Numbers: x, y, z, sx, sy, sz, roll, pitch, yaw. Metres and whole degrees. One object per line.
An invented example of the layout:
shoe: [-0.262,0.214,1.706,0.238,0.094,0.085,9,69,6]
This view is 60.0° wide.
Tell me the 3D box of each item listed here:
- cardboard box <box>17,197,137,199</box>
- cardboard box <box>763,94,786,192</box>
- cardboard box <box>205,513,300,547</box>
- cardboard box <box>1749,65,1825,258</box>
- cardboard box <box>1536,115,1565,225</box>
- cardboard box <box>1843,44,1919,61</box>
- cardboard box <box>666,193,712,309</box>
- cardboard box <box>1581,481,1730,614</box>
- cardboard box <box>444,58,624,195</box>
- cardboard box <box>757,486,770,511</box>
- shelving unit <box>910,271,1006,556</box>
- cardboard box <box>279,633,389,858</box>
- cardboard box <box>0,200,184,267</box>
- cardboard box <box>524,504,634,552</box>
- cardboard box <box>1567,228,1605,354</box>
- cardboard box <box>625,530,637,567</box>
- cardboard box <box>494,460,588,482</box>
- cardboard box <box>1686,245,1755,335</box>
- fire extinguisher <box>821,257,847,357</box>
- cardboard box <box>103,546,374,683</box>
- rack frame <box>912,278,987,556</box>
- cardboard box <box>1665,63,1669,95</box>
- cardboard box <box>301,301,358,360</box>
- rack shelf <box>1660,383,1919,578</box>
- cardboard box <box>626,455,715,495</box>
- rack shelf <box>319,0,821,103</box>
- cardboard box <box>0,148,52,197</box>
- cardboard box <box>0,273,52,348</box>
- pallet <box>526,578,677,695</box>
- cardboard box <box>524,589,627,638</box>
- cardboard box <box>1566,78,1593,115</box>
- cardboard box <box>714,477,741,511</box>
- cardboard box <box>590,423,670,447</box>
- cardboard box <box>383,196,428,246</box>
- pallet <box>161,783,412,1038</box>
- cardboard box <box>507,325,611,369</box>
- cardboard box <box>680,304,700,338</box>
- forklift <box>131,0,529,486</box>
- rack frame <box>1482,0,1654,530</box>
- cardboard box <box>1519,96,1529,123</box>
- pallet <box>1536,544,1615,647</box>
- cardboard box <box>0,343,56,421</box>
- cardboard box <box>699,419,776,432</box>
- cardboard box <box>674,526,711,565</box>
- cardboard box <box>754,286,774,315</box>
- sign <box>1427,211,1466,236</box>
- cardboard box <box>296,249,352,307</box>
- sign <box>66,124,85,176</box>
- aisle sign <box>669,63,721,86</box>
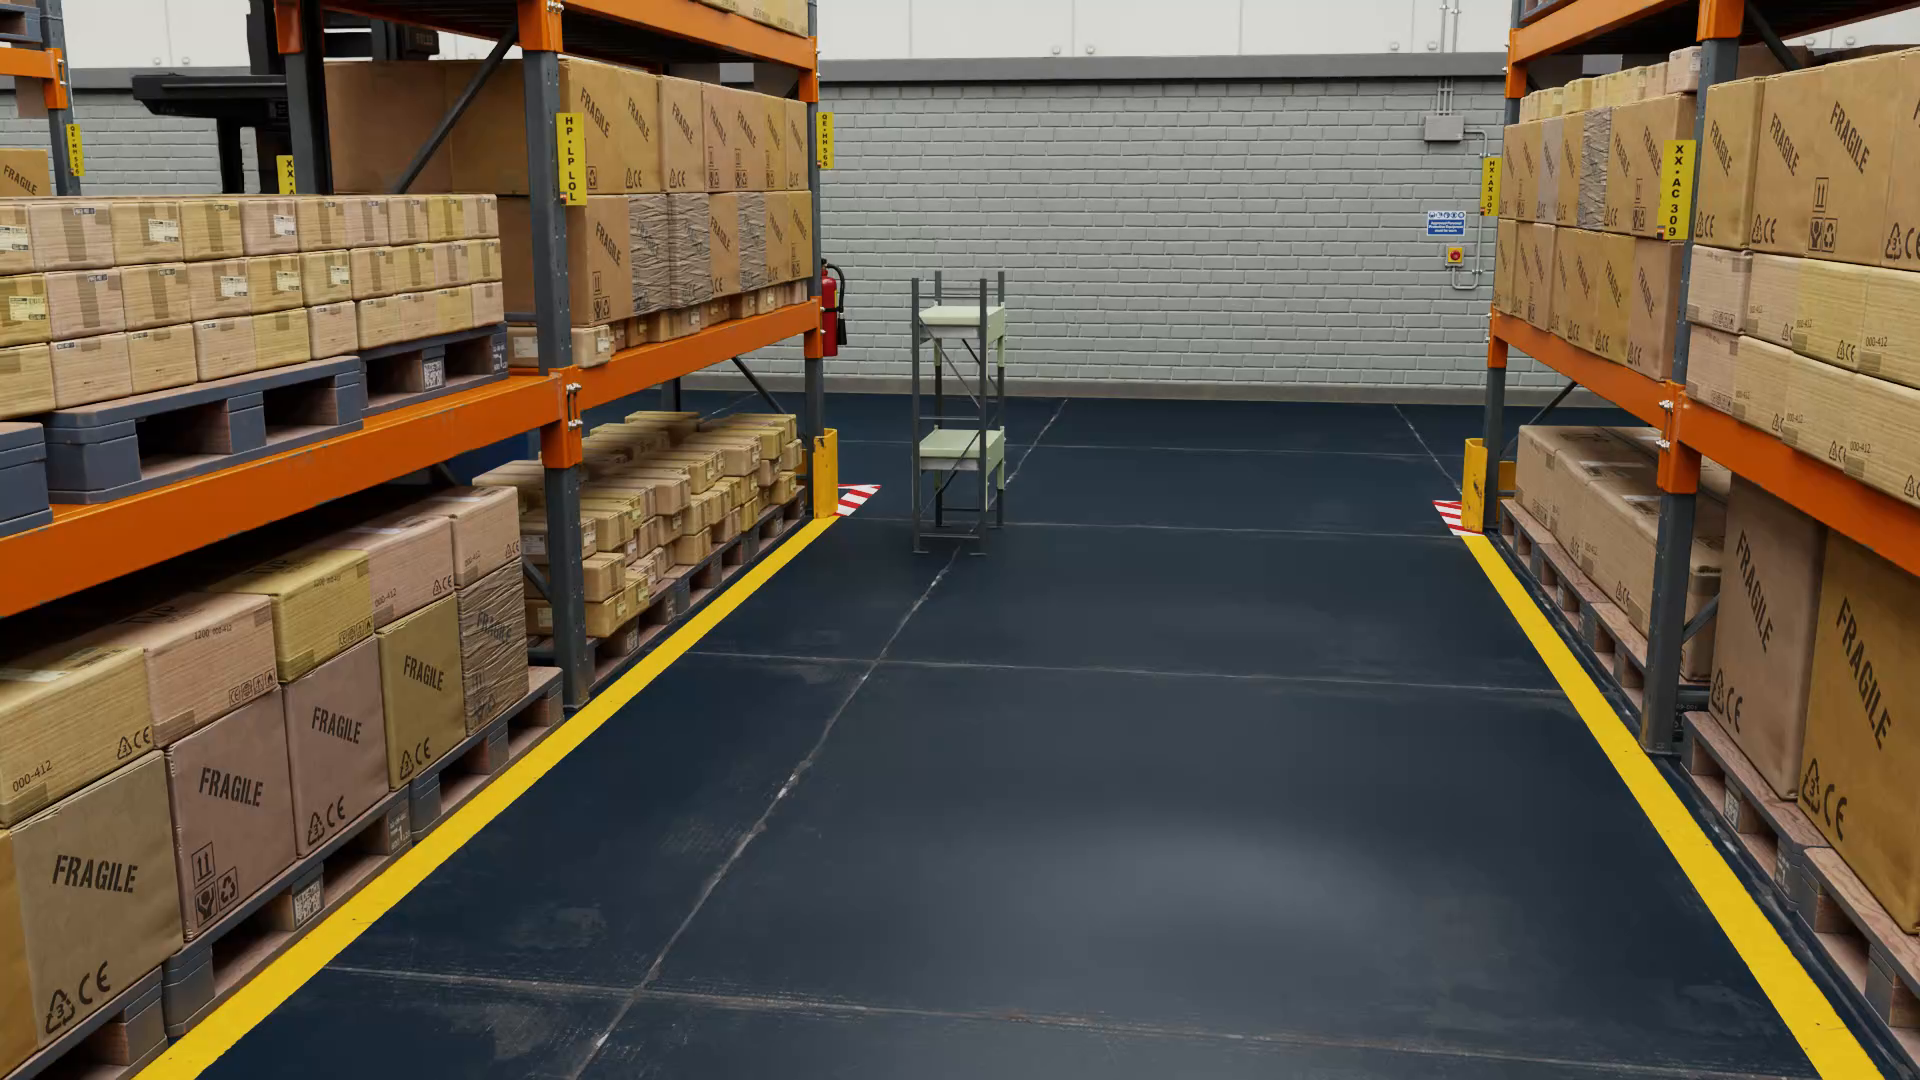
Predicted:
cardboard box: [-2.632,-0.922,4.840,0.380,0.149,0.250,2,12,8]
cardboard box: [-1.246,-2.140,8.985,0.500,0.500,0.500,1,12,7]
cardboard box: [-2.413,0.074,5.189,0.500,0.250,0.500,2,12,10]
cardboard box: [2.546,-1.042,4.598,0.500,0.500,0.500,2,12,8]
cardboard box: [3.064,-1.758,7.919,0.500,0.500,0.500,2,12,8]
cardboard box: [3.253,-1.605,5.673,0.380,0.149,0.250,2,12,8]
cardboard box: [-1.451,-1.329,7.596,0.500,0.500,0.500,2,12,7]
cardboard box: [3.288,0.040,7.272,0.875,0.438,0.875,2,12,7]
cardboard box: [-1.648,-1.602,6.490,0.500,0.500,0.500,2,12,10]
cardboard box: [-1.283,-0.252,9.312,0.380,0.149,0.250,2,12,8]
shelving unit: [-0.001,-0.732,9.329,0.431,1.500,0.755,2,12,9]
cardboard box: [-1.986,0.560,4.714,0.500,0.500,0.500,2,12,7]
cardboard box: [-2.111,-0.737,3.980,0.380,0.149,0.250,2,12,10]
cardboard box: [-1.600,-0.056,6.990,0.380,0.149,0.250,3,12,11]
cardboard box: [2.904,-1.060,7.052,0.500,0.500,0.500,2,12,8]
cardboard box: [-1.634,0.038,7.263,0.380,0.149,0.250,2,12,8]
cardboard box: [-2.033,-0.292,8.085,0.380,0.149,0.250,1,12,7]
cardboard box: [2.602,-0.782,5.171,0.500,0.250,0.500,2,12,7]
fire extinguisher: [-0.848,-1.483,10.323,0.296,0.674,0.183,2,12,9]
cardboard box: [-1.983,0.198,4.613,0.500,0.250,0.500,1,12,6]
rack frame: [-0.057,-0.656,8.975,0.400,1.500,0.023,2,12,9]
cardboard box: [2.877,-1.726,6.230,0.380,0.149,0.250,2,12,9]
cardboard box: [-1.979,-0.610,4.803,0.380,0.149,0.250,1,12,6]
rack shelf: [2.641,0.075,3.735,1.077,0.370,4.000,2,12,9]
cardboard box: [-1.435,-0.325,8.238,0.380,0.149,0.250,2,12,9]
rack shelf: [-1.651,-2.364,7.929,1.077,0.370,4.000,2,12,9]
cardboard box: [-6.044,-2.176,10.340,0.500,0.500,0.500,2,12,9]
cardboard box: [-2.185,-0.487,3.526,0.380,0.149,0.250,2,12,9]
pallet: [-1.890,0.389,7.185,1.003,0.211,1.213,2,12,9]
cardboard box: [-1.585,0.290,6.797,0.380,0.149,0.250,1,12,6]
cardboard box: [2.955,-1.994,7.477,0.380,0.149,0.250,2,12,7]
cardboard box: [-1.345,-0.234,8.524,0.380,0.149,0.250,3,12,11]
cardboard box: [-1.848,-0.560,9.331,0.380,0.149,0.250,2,12,8]
cardboard box: [-1.909,-1.006,5.231,0.380,0.149,0.250,1,12,7]
pallet: [-2.262,0.947,4.597,1.003,0.211,1.213,2,12,9]
cardboard box: [-1.592,-0.758,6.488,0.380,0.149,0.250,2,12,11]
cardboard box: [-1.437,-1.034,7.768,0.380,0.149,0.250,2,12,11]
forklift: [-3.364,-1.287,8.507,1.130,2.935,3.031,2,12,11]
rack frame: [3.563,-1.526,9.455,1.000,3.000,0.127,2,12,9]
cardboard box: [3.235,-2.316,8.969,0.380,0.149,0.250,2,12,10]
pallet: [3.328,0.259,7.789,1.003,0.211,1.213,2,12,9]
cardboard box: [-2.183,-0.337,3.539,0.380,0.149,0.250,2,12,11]
cardboard box: [-1.270,-0.599,9.511,0.380,0.149,0.250,2,12,10]
cardboard box: [-1.426,0.019,8.056,0.380,0.149,0.250,2,12,7]
cardboard box: [-1.229,-1.308,9.041,0.380,0.149,0.250,2,12,10]
sign: [4.369,-2.847,14.943,0.327,0.218,0.001,2,12,9]
cardboard box: [-1.984,-0.754,4.765,0.380,0.149,0.250,1,12,6]
sign: [-5.695,-2.509,10.703,0.100,0.325,0.005,2,12,9]
aisle sign: [-1.628,-2.961,9.943,0.394,0.787,0.004,2,12,9]
